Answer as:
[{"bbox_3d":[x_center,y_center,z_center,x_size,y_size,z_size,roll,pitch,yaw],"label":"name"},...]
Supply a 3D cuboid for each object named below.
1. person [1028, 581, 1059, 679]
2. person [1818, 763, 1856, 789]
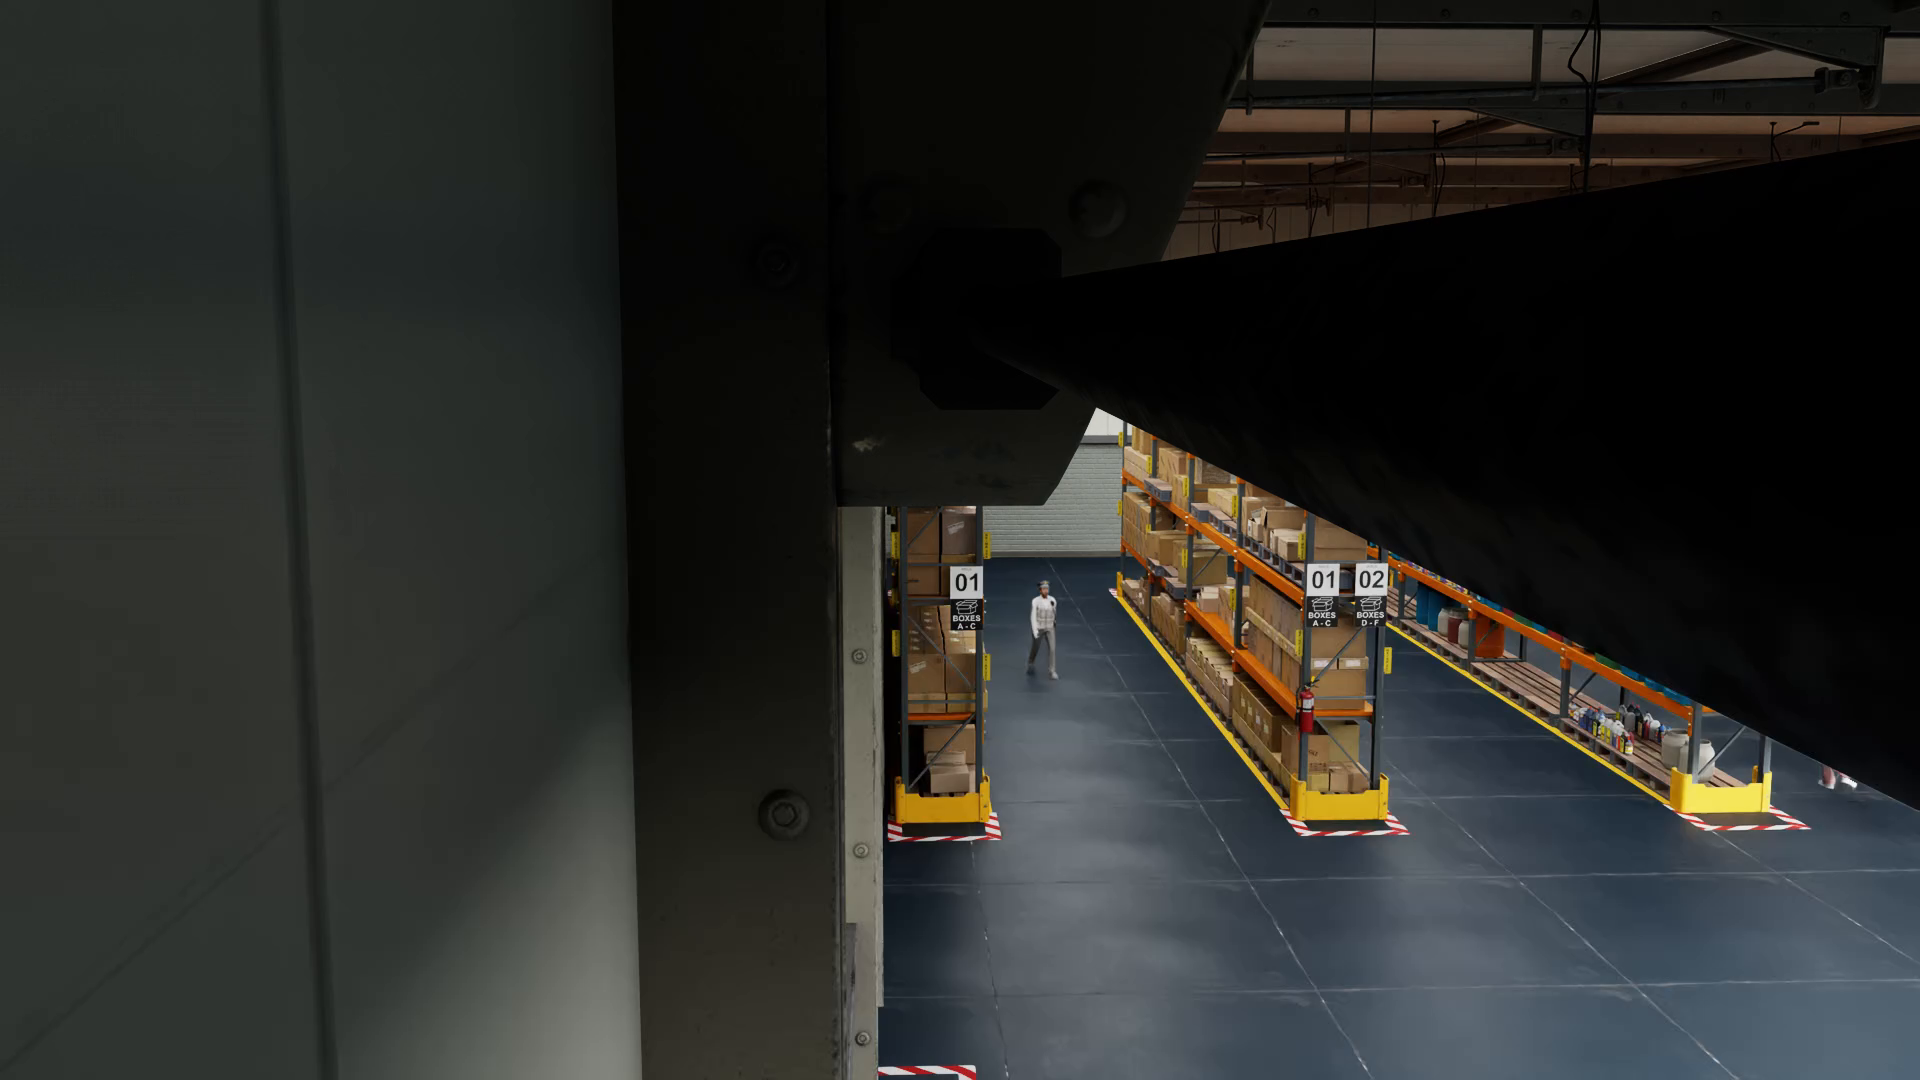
[{"bbox_3d":[1.441,1.499,28.493,0.488,1.642,0.989,-2,8,-13],"label":"person"},{"bbox_3d":[11.502,2.467,21.814,0.501,1.652,0.531,0,8,2],"label":"person"}]
